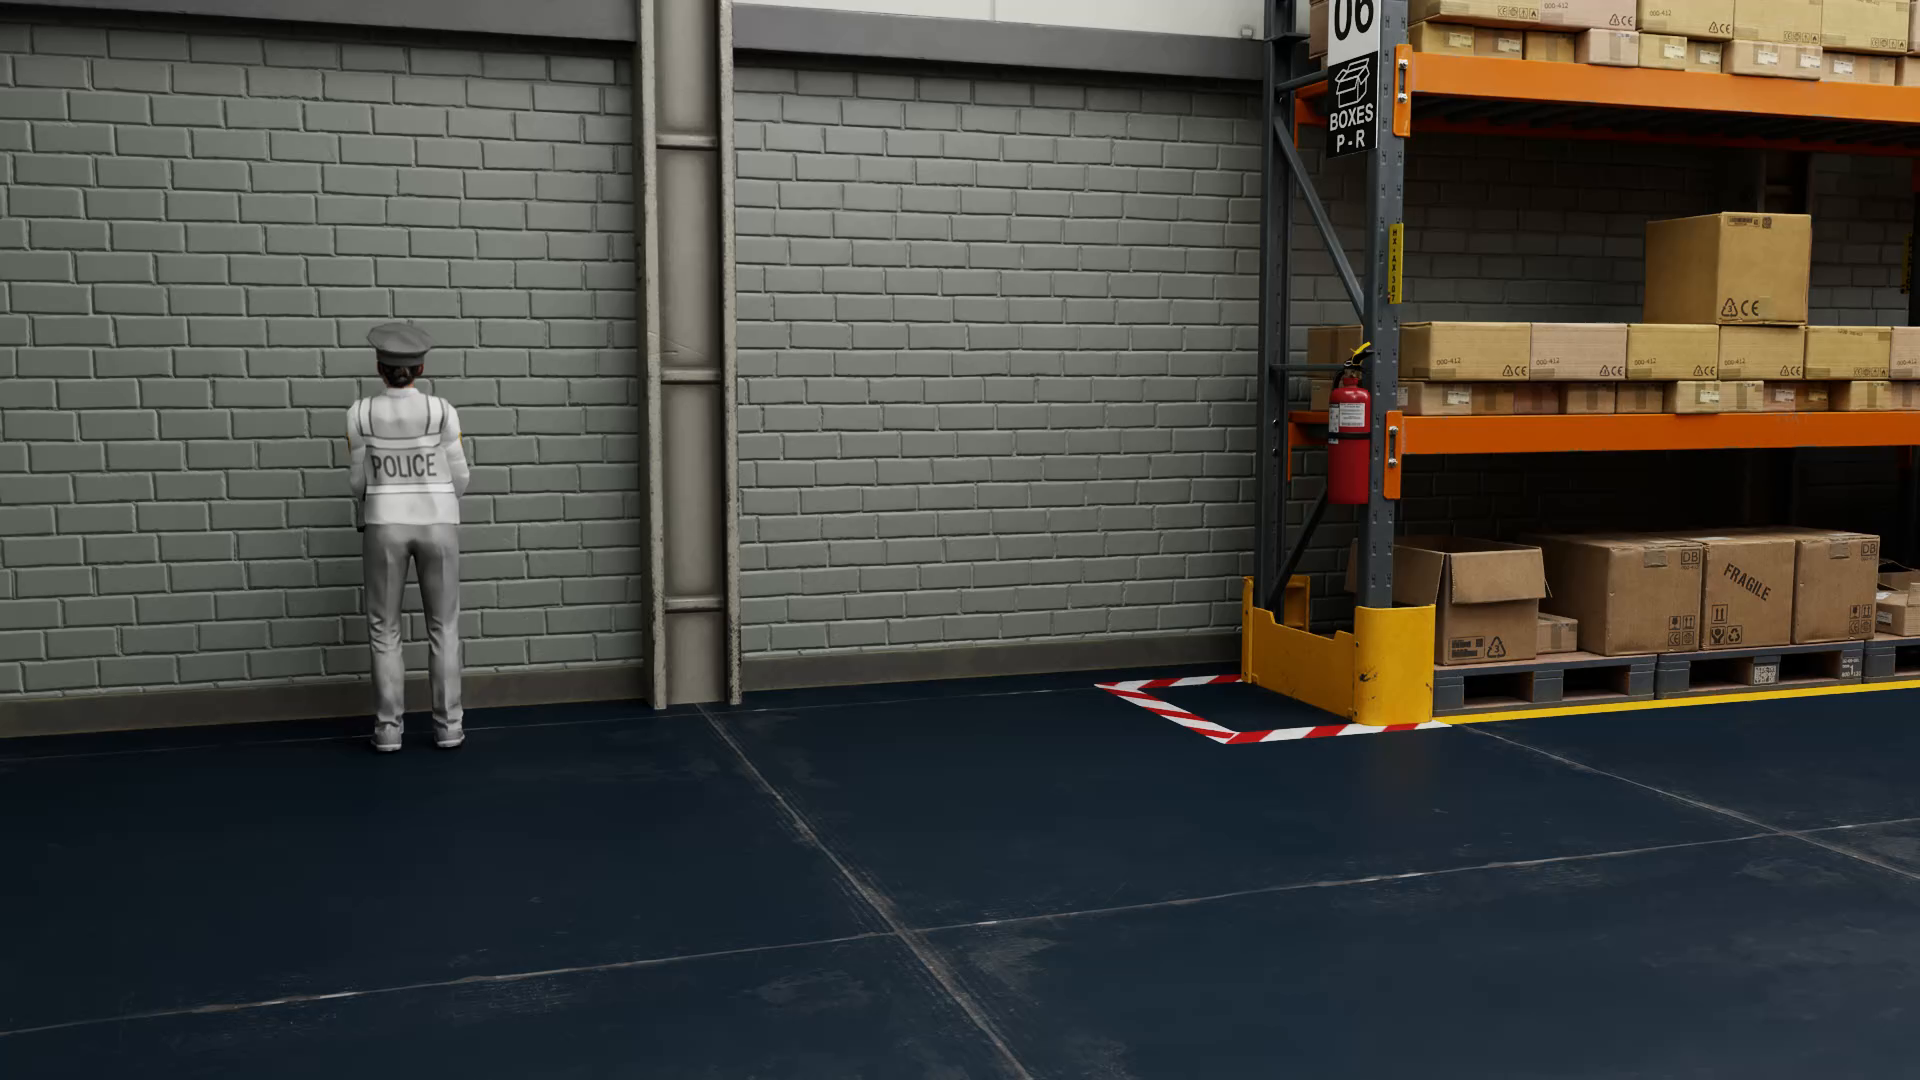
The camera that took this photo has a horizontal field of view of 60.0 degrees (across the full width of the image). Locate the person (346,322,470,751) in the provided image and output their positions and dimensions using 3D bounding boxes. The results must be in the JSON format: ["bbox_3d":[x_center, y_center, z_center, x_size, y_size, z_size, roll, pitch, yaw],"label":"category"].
[{"bbox_3d":[-2.186,-0.017,6.627,0.459,1.687,0.547,-2,6,-17],"label":"person"}]
